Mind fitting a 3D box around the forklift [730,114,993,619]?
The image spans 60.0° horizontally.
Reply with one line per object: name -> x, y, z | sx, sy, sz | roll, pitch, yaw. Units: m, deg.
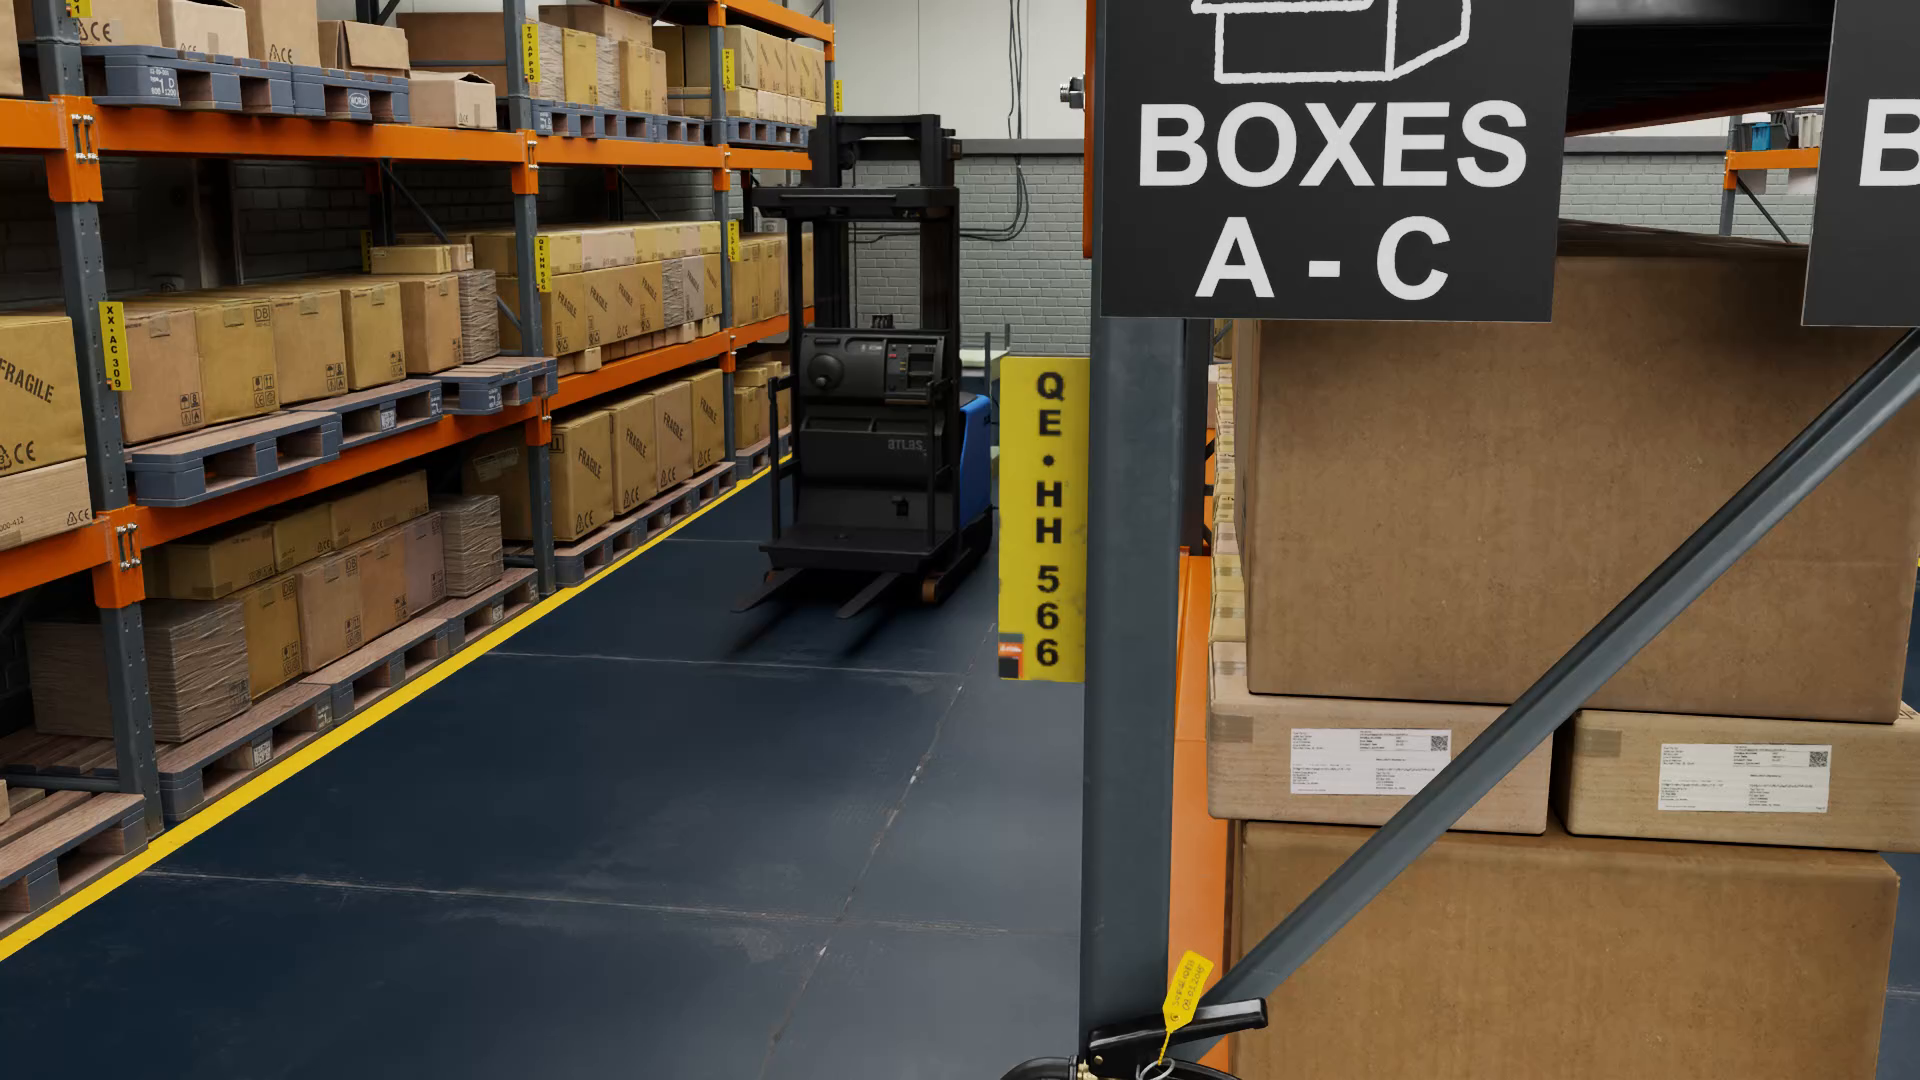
forklift -> -0.598, -1.121, 10.239 | 1.130, 2.935, 3.031 | 3, 12, 13

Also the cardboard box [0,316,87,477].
cardboard box -> -3.425, -0.502, 5.731 | 0.500, 0.500, 0.500 | 2, 12, 9

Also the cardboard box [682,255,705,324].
cardboard box -> -2.318, -1.966, 13.005 | 0.500, 0.500, 0.500 | 2, 12, 9

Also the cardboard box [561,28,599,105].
cardboard box -> -2.897, -3.200, 11.320 | 0.700, 0.500, 0.500 | 3, 12, 12

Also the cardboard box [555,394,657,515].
cardboard box -> -2.659, -0.625, 11.882 | 0.750, 0.750, 0.750 | 2, 12, 8

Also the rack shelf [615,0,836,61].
rack shelf -> -2.120, -4.775, 15.445 | 1.077, 0.370, 4.000 | 2, 12, 9

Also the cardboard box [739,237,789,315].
cardboard box -> -2.108, -2.535, 15.926 | 0.980, 0.700, 0.700 | 1, 12, 6

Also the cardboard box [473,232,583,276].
cardboard box -> -2.713, -1.803, 10.468 | 0.500, 0.250, 0.500 | 2, 12, 10

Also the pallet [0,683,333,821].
pallet -> -3.539, 0.894, 7.346 | 1.003, 0.211, 1.213 | 2, 12, 9

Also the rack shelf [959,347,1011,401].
rack shelf -> 0.093, -1.186, 12.078 | 0.431, 0.370, 0.720 | 3, 12, 12

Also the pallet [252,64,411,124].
pallet -> -3.301, -2.023, 7.586 | 1.213, 0.211, 1.003 | 2, 12, 9

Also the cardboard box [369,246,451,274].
cardboard box -> -3.101, -1.581, 9.388 | 0.380, 0.149, 0.250 | 0, 12, -1

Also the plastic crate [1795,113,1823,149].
plastic crate -> 7.331, -3.441, 14.004 | 0.437, 0.282, 0.530 | 2, 12, 9

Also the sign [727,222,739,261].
sign -> -1.890, -2.485, 13.841 | 0.100, 0.325, 0.005 | 2, 12, 9

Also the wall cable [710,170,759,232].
wall cable -> -2.550, -3.599, 19.163 | 0.084, 1.984, 1.851 | 2, 12, 9

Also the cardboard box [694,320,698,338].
cardboard box -> -2.299, -1.674, 13.192 | 0.380, 0.149, 0.250 | 2, 12, 10

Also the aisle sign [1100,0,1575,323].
aisle sign -> 0.322, -0.582, 1.402 | 0.394, 0.787, 0.004 | 2, 12, 9

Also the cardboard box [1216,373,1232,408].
cardboard box -> 0.967, -0.412, 5.007 | 0.380, 0.149, 0.250 | 2, 12, 9

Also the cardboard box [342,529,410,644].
cardboard box -> -3.344, 0.226, 8.713 | 0.700, 0.500, 0.500 | 2, 12, 8

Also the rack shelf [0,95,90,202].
rack shelf -> -3.965, -1.006, 4.128 | 1.077, 0.370, 4.000 | 2, 12, 9

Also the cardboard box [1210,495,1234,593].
cardboard box -> 0.652, 0.019, 3.010 | 0.380, 0.149, 0.250 | 2, 12, 10

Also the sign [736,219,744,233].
sign -> -2.359, -3.287, 17.881 | 0.100, 0.325, 0.005 | 2, 12, 9

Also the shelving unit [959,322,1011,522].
shelving unit -> 0.093, -0.804, 12.160 | 0.431, 1.500, 0.755 | 3, 12, 12

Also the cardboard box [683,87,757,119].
cardboard box -> -2.060, -3.755, 14.300 | 0.500, 0.250, 0.500 | 2, 12, 8

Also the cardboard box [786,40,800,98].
cardboard box -> -1.815, -4.445, 15.722 | 0.500, 0.500, 0.500 | 1, 12, 6

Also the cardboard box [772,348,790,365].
cardboard box -> -1.699, -1.871, 16.952 | 0.380, 0.149, 0.250 | 2, 12, 10

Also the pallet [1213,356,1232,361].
pallet -> 1.888, -1.030, 10.108 | 1.213, 0.211, 1.003 | 2, 12, 9

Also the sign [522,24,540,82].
sign -> -2.507, -2.841, 9.710 | 0.100, 0.325, 0.005 | 2, 12, 9

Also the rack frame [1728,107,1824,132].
rack frame -> 7.977, -5.417, 15.770 | 1.000, 3.000, 0.127 | 2, 12, 9

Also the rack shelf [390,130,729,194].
rack shelf -> -2.735, -2.671, 11.855 | 1.077, 0.370, 4.000 | 2, 12, 9

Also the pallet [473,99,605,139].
pallet -> -2.996, -2.650, 10.497 | 1.213, 0.211, 1.003 | 2, 12, 11

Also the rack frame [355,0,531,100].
rack frame -> -3.042, -4.073, 9.532 | 1.000, 3.000, 0.127 | 2, 12, 9

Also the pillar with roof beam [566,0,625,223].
pillar with roof beam -> 1.080, -4.940, 13.554 | 9.100, 9.000, 0.400 | 2, 12, 9

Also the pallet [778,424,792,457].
pallet -> -2.048, -1.020, 16.226 | 1.003, 0.211, 1.213 | 2, 12, 9

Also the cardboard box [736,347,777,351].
cardboard box -> -2.076, -1.884, 17.012 | 0.380, 0.149, 0.250 | 2, 12, 9

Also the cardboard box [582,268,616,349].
cardboard box -> -2.625, -1.546, 11.055 | 0.500, 0.500, 0.500 | 2, 12, 11

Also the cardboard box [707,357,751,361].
cardboard box -> -2.232, -1.673, 16.032 | 0.380, 0.149, 0.250 | 2, 12, 8

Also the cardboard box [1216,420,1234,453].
cardboard box -> 0.811, -0.196, 4.004 | 0.380, 0.149, 0.250 | 2, 12, 7

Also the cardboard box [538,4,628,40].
cardboard box -> -2.762, -3.775, 12.210 | 0.500, 0.250, 0.500 | 1, 12, 7

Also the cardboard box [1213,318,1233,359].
cardboard box -> 1.838, -1.369, 9.993 | 0.700, 0.500, 0.500 | -2, 12, -10

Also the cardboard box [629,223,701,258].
cardboard box -> -2.334, -2.332, 12.922 | 0.500, 0.250, 0.500 | 2, 12, 10

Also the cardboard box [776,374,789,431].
cardboard box -> -2.049, -1.320, 15.934 | 0.700, 0.500, 0.500 | 2, 12, 10

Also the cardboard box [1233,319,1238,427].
cardboard box -> 1.022, -0.529, 4.010 | 0.700, 0.500, 0.500 | 2, 12, 9

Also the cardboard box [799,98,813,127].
cardboard box -> -1.741, -4.183, 16.286 | 0.500, 0.250, 0.500 | 1, 12, 7

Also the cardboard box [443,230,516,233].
cardboard box -> -3.146, -1.921, 11.017 | 0.500, 0.250, 0.500 | 1, 12, 7

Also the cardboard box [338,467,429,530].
cardboard box -> -3.251, -0.232, 9.057 | 0.500, 0.250, 0.500 | 2, 12, 10

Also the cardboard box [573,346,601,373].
cardboard box -> -2.591, -1.193, 10.957 | 0.380, 0.149, 0.250 | 2, 12, 10

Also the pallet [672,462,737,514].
pallet -> -2.471, -0.447, 13.564 | 1.003, 0.211, 1.213 | 2, 12, 9

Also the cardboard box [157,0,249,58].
cardboard box -> -3.400, -2.175, 7.060 | 0.500, 0.311, 0.500 | 2, 12, 10

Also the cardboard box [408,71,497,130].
cardboard box -> -2.886, -2.414, 9.119 | 0.500, 0.311, 0.500 | 2, 12, 9

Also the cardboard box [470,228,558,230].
cardboard box -> -3.064, -2.028, 11.512 | 0.500, 0.250, 0.500 | 2, 12, 7

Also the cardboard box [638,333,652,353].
cardboard box -> -2.490, -1.462, 12.207 | 0.380, 0.149, 0.250 | 2, 12, 10

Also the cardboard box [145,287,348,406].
cardboard box -> -3.382, -0.930, 7.909 | 0.700, 0.500, 0.500 | 4, 13, 16

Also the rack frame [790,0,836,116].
rack frame -> -1.812, -5.738, 17.259 | 1.000, 3.000, 0.127 | 2, 12, 9

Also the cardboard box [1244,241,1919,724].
cardboard box -> 0.715, -0.106, 2.048 | 0.700, 0.500, 0.500 | 2, 12, 9

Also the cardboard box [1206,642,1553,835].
cardboard box -> 0.493, 0.233, 2.014 | 0.380, 0.149, 0.250 | 2, 12, 8
